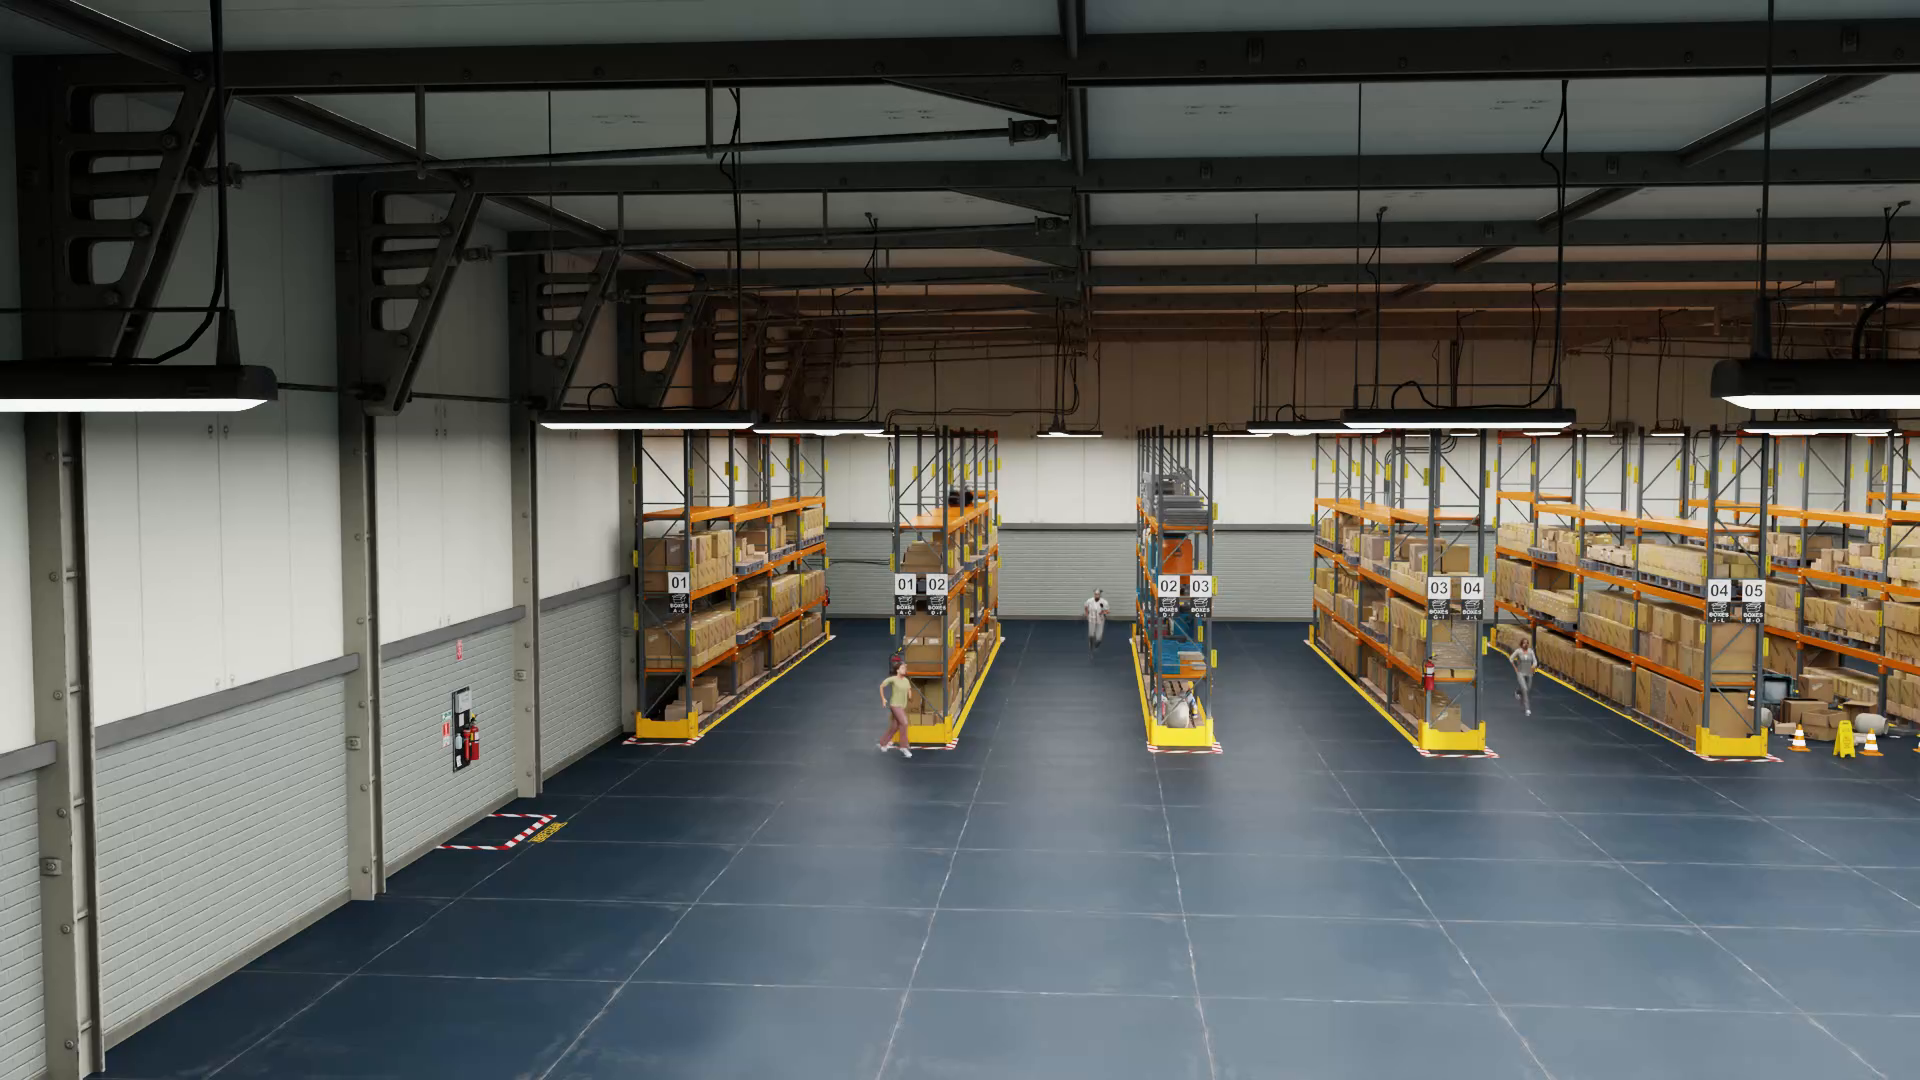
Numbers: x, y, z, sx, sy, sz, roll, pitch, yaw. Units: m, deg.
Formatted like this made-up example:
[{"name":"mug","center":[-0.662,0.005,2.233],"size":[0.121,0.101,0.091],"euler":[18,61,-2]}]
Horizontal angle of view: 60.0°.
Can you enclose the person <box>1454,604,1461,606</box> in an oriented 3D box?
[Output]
[{"name":"person","center":[13.600,2.128,46.172],"size":[0.702,1.684,0.895],"euler":[2,4,29]}]

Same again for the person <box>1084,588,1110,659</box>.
[{"name":"person","center":[3.507,2.138,42.628],"size":[0.641,1.827,0.757],"euler":[0,3,5]}]

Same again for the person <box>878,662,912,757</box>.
[{"name":"person","center":[-1.085,3.060,30.278],"size":[0.853,1.662,0.577],"euler":[3,4,40]}]

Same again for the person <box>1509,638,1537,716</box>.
[{"name":"person","center":[11.858,2.850,34.974],"size":[0.510,1.586,0.998],"euler":[0,3,-5]}]
